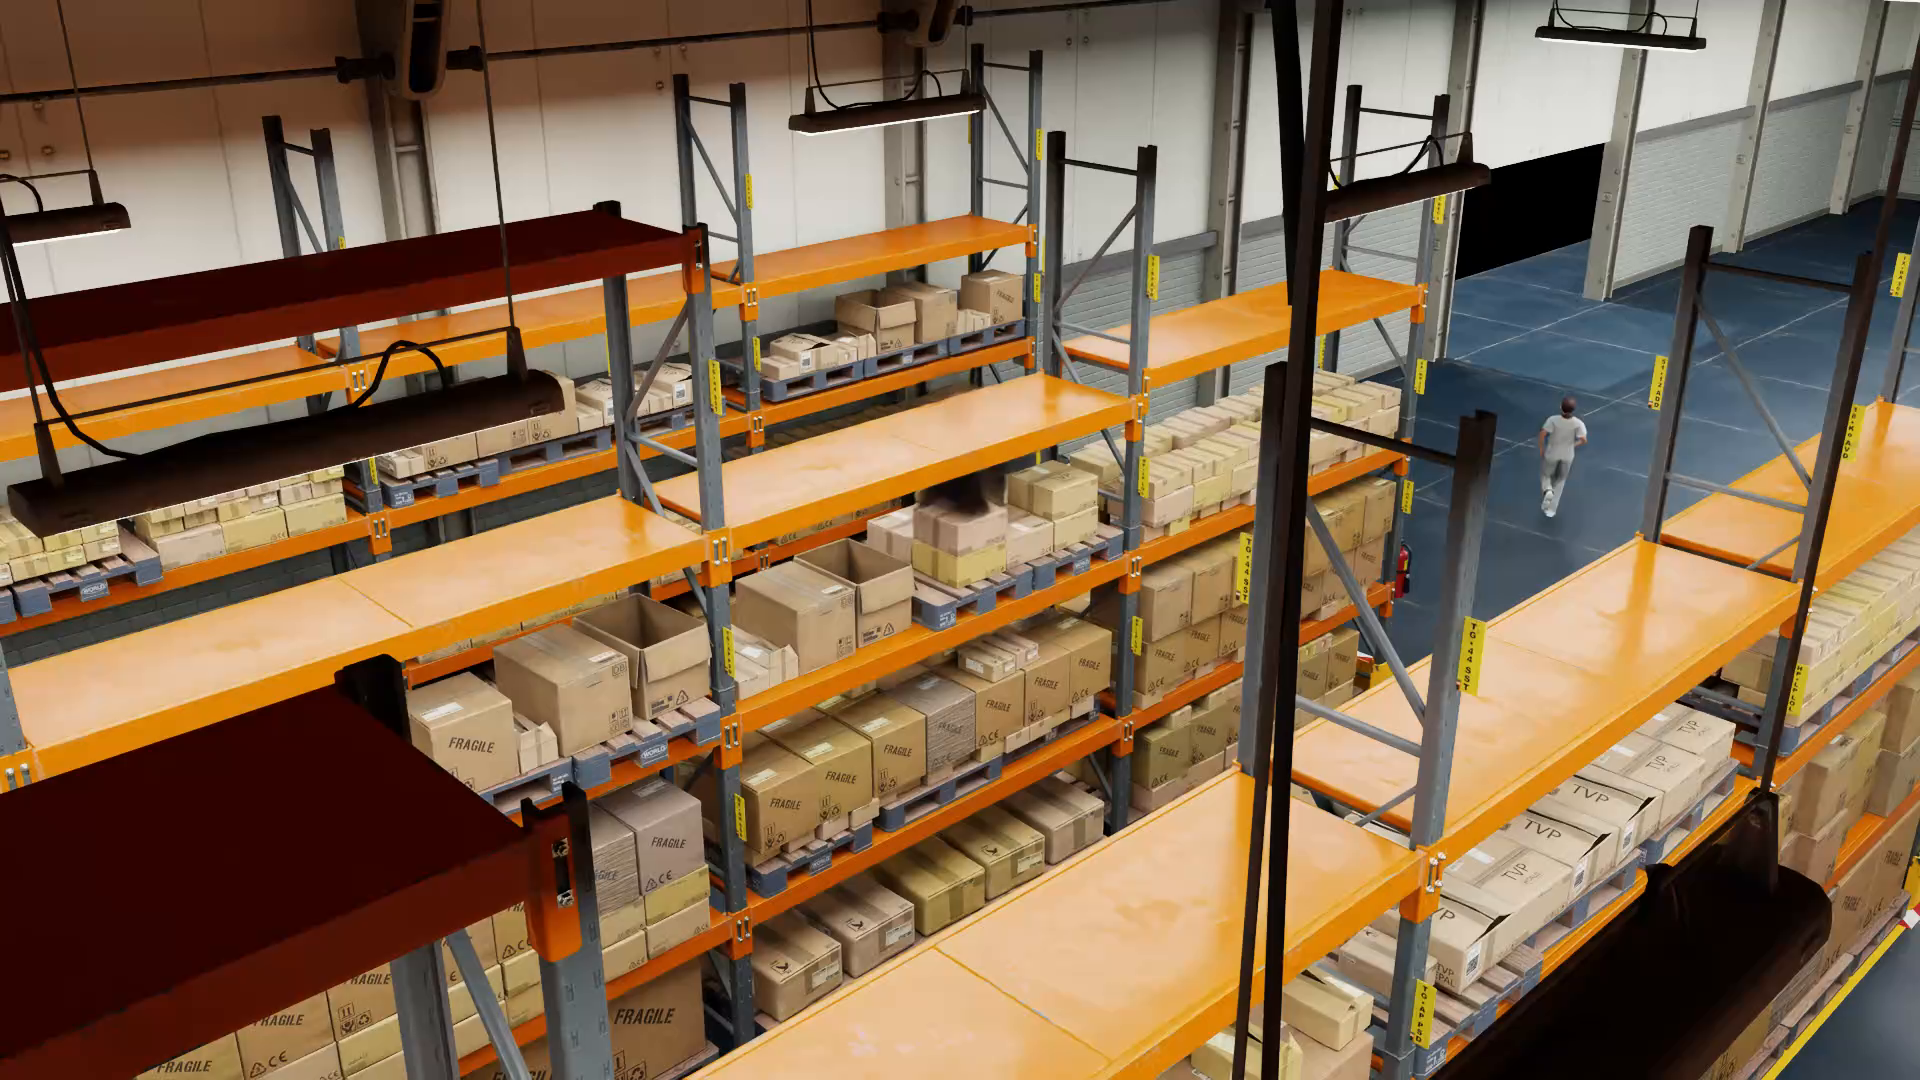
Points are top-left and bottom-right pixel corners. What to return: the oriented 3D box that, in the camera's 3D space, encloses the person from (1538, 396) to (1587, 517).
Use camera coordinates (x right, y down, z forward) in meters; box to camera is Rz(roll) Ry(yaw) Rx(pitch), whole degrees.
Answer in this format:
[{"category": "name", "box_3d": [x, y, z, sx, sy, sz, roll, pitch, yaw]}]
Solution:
[{"category": "person", "box_3d": [7.676, -1.056, 21.304, 0.594, 1.634, 0.597, 5, 23, 13]}]
